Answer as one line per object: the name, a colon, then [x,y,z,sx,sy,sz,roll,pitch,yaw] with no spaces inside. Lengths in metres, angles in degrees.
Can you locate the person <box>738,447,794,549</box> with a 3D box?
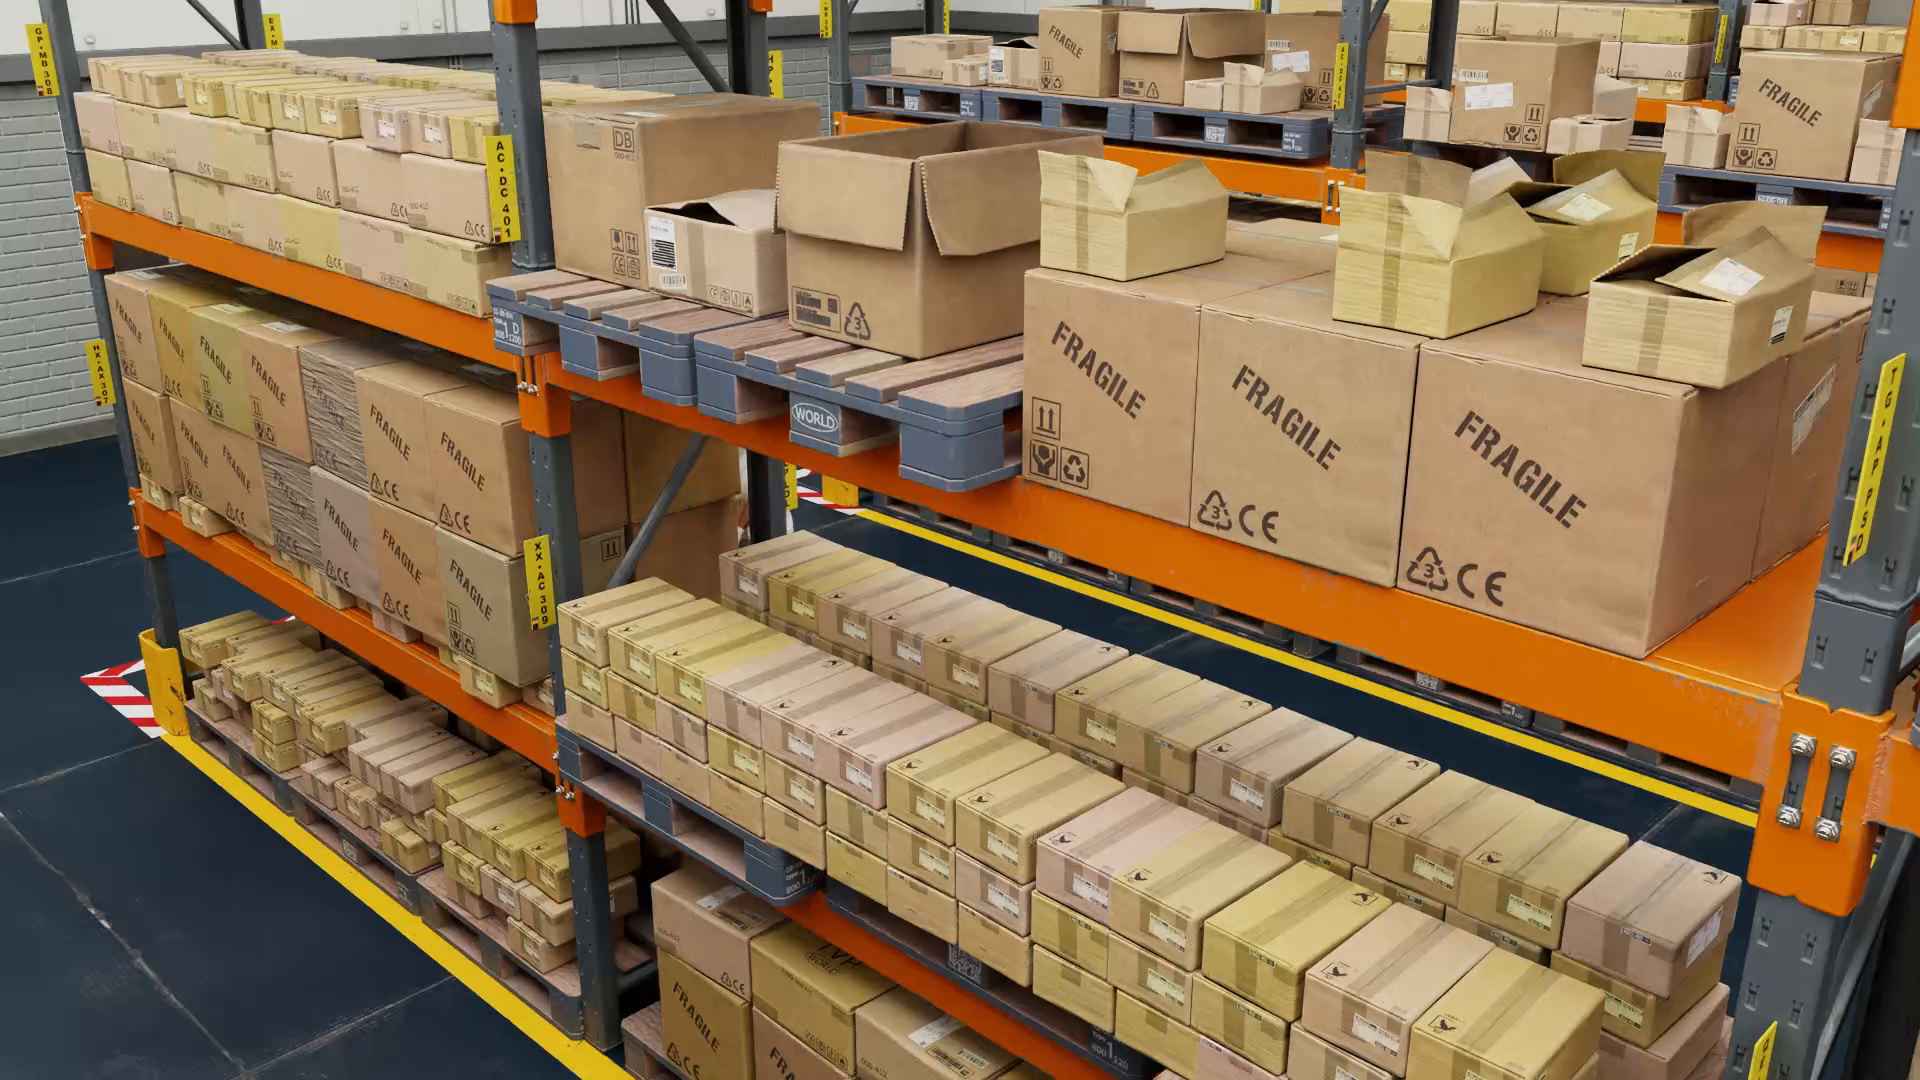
person: [-1.188,-0.004,9.067,0.487,1.779,0.583,19,27,41]
